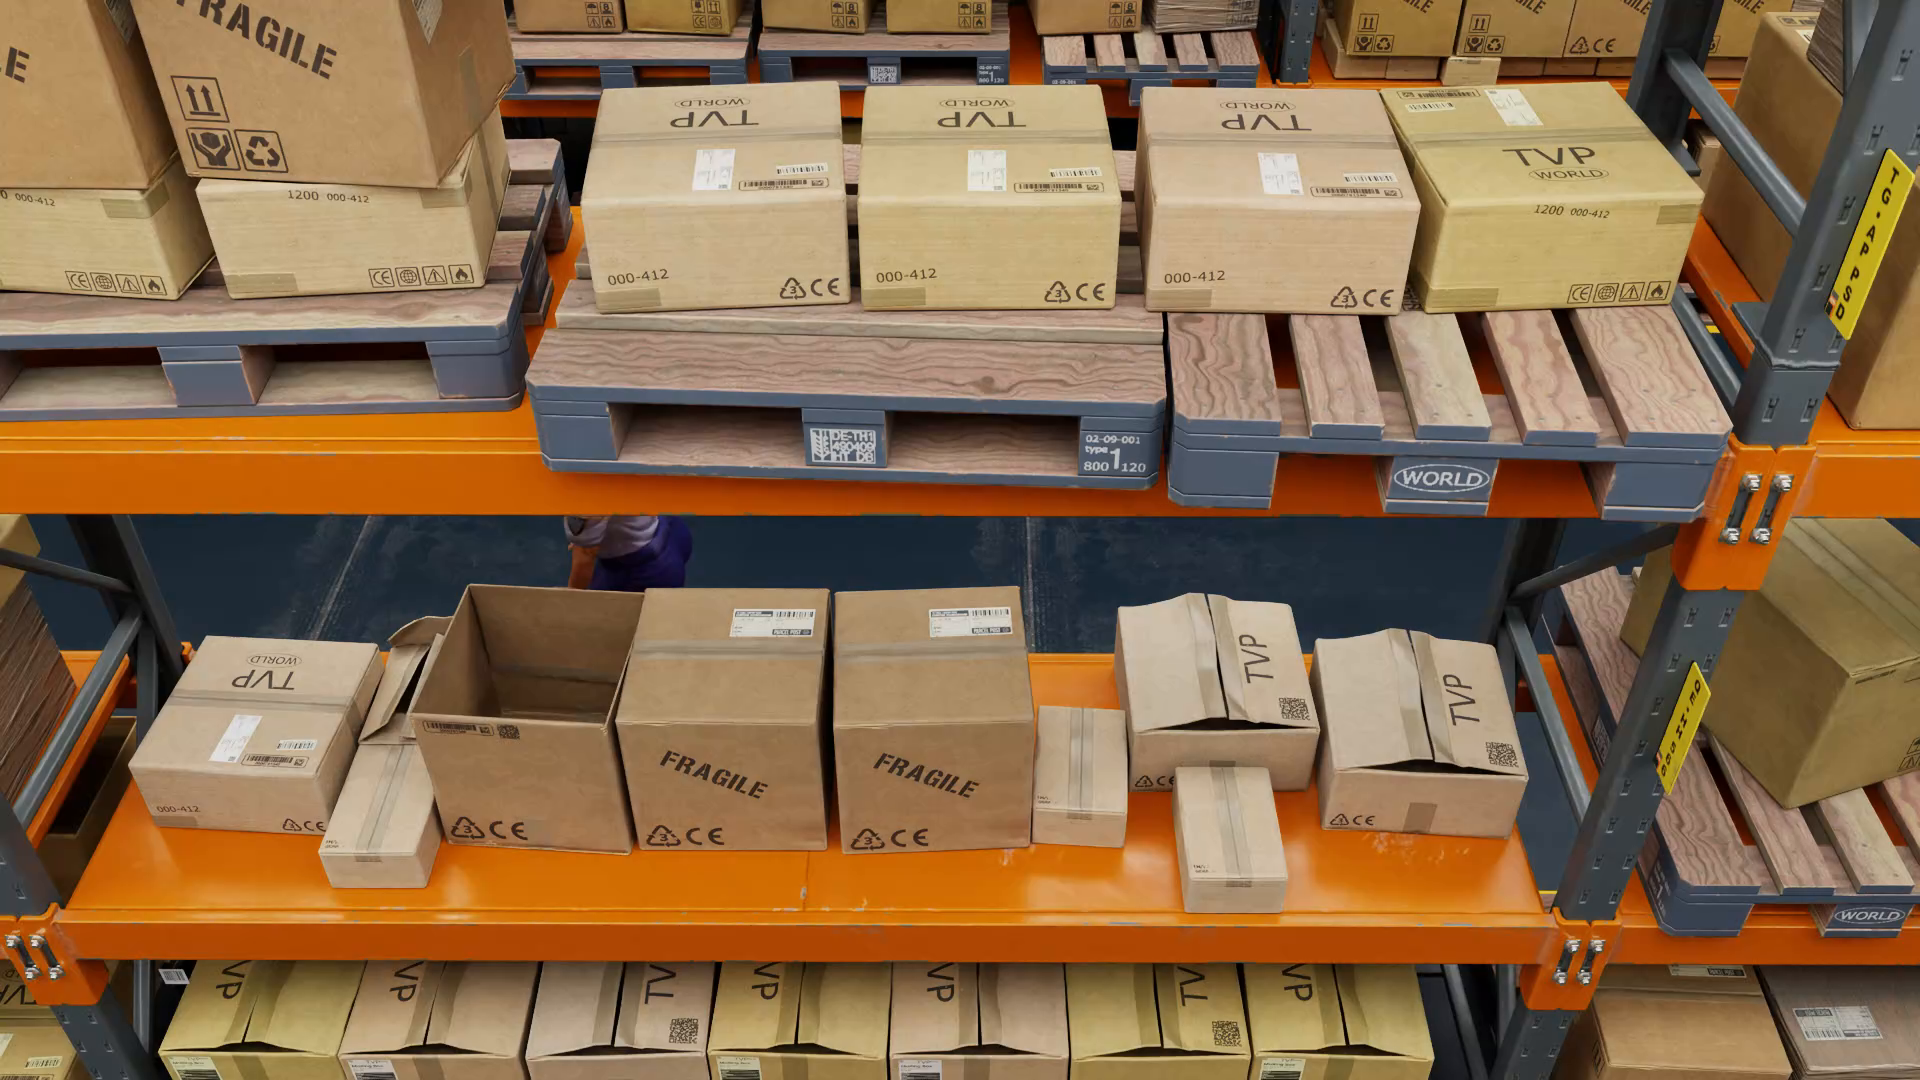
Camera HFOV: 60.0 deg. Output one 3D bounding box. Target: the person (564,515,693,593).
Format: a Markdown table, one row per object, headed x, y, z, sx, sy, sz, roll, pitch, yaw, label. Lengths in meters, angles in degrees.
| x | y | z | sx | sy | sz | roll | pitch | yaw | label |
| --- | --- | --- | --- | --- | --- | --- | --- | --- | --- |
| -1.273 | 0.098 | 6.168 | 0.529 | 1.511 | 0.522 | 1 | 40 | 1 | person |
